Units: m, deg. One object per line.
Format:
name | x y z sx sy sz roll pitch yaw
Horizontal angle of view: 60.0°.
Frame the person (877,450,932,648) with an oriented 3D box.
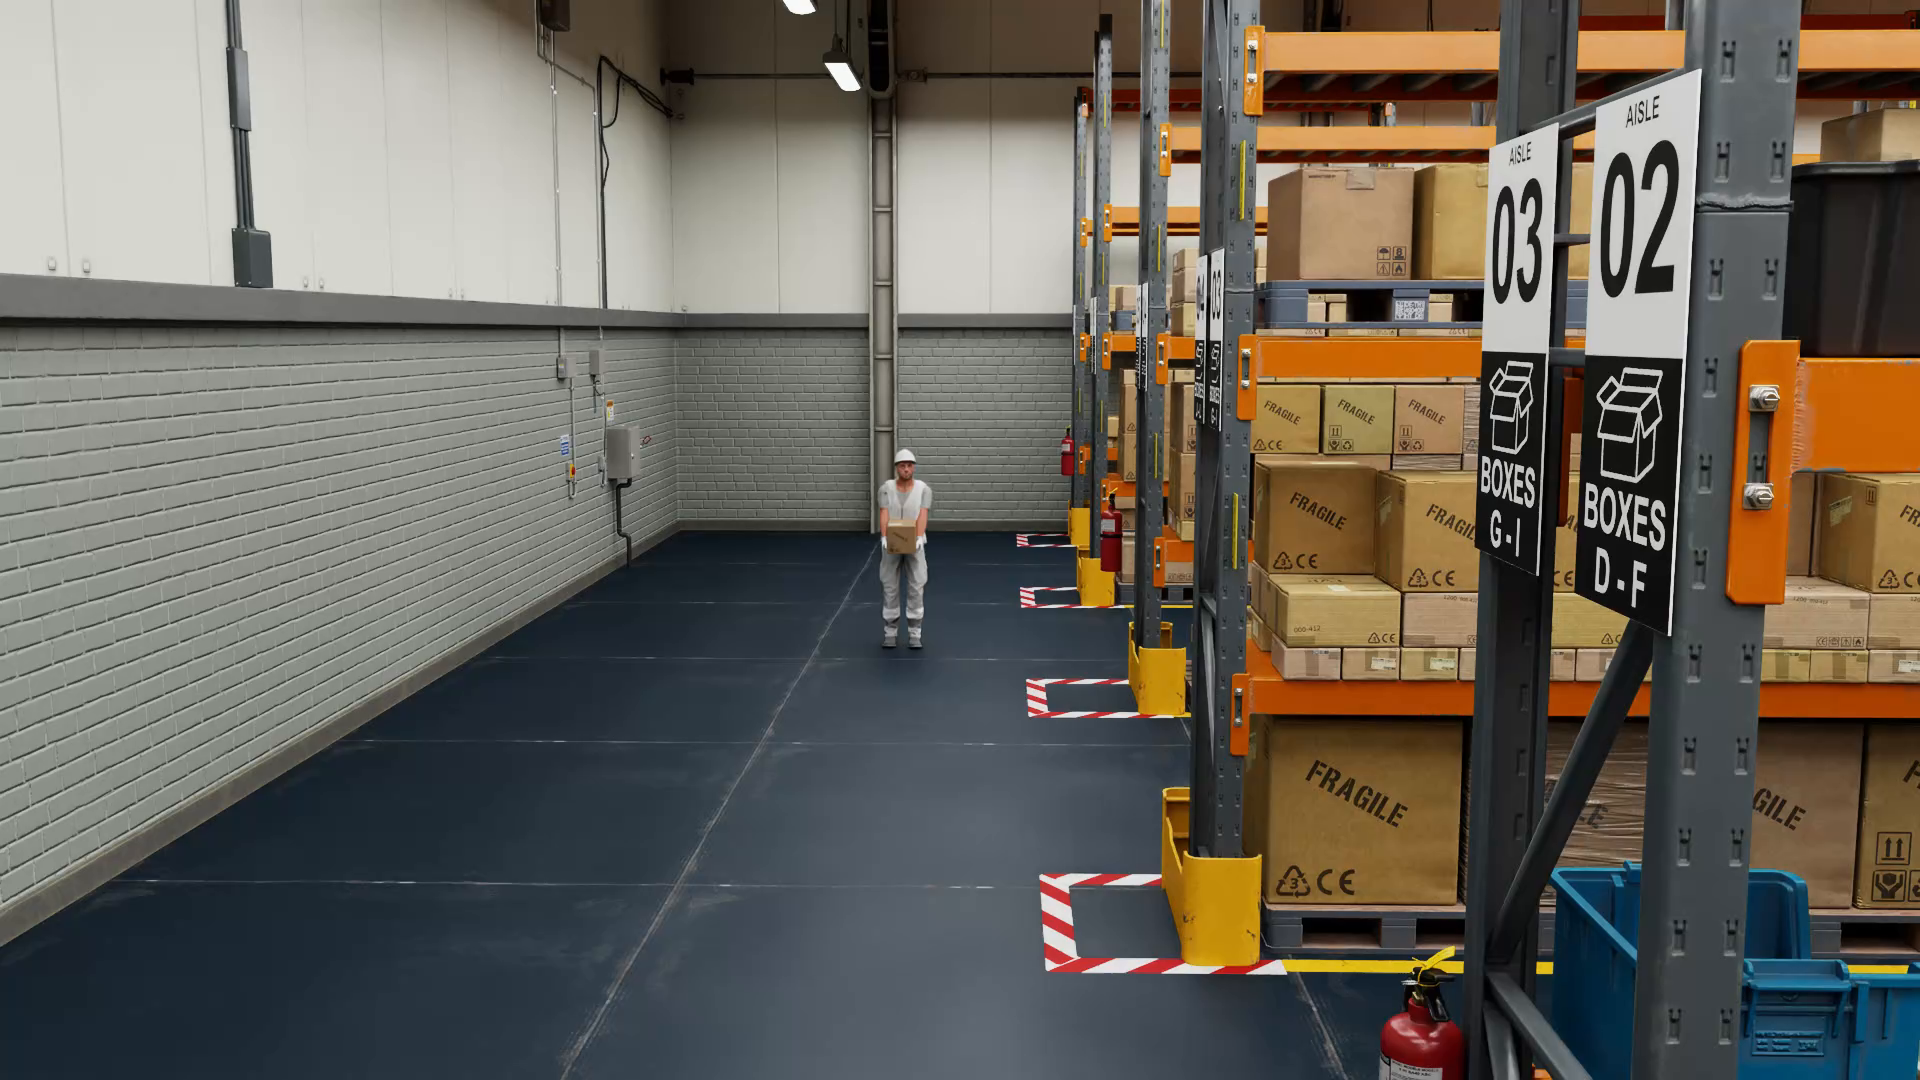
person | -0.500 0.085 14.988 0.495 1.787 0.553 0 7 1
